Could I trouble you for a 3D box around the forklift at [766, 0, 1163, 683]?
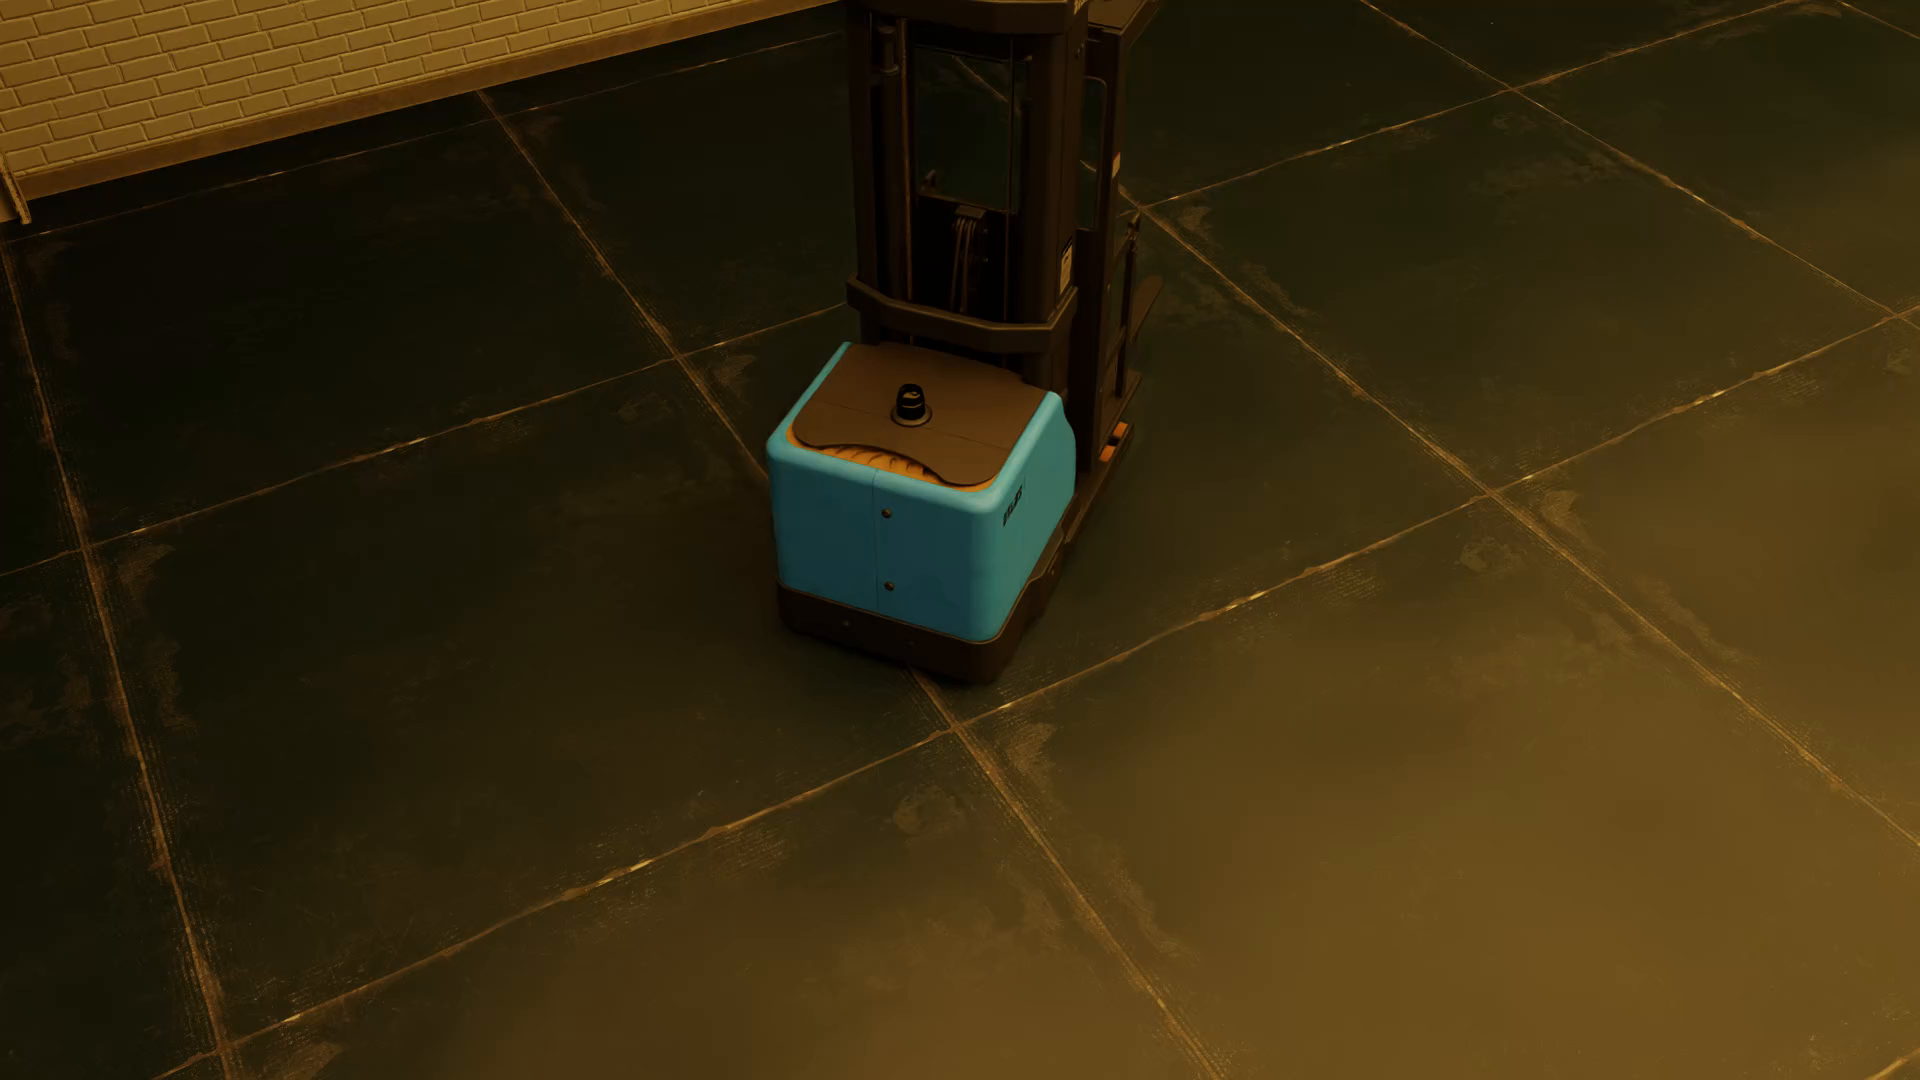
[{"bbox_3d":[0.221,-1.479,7.292,1.130,2.935,3.031,16,45,16],"label":"forklift"}]
